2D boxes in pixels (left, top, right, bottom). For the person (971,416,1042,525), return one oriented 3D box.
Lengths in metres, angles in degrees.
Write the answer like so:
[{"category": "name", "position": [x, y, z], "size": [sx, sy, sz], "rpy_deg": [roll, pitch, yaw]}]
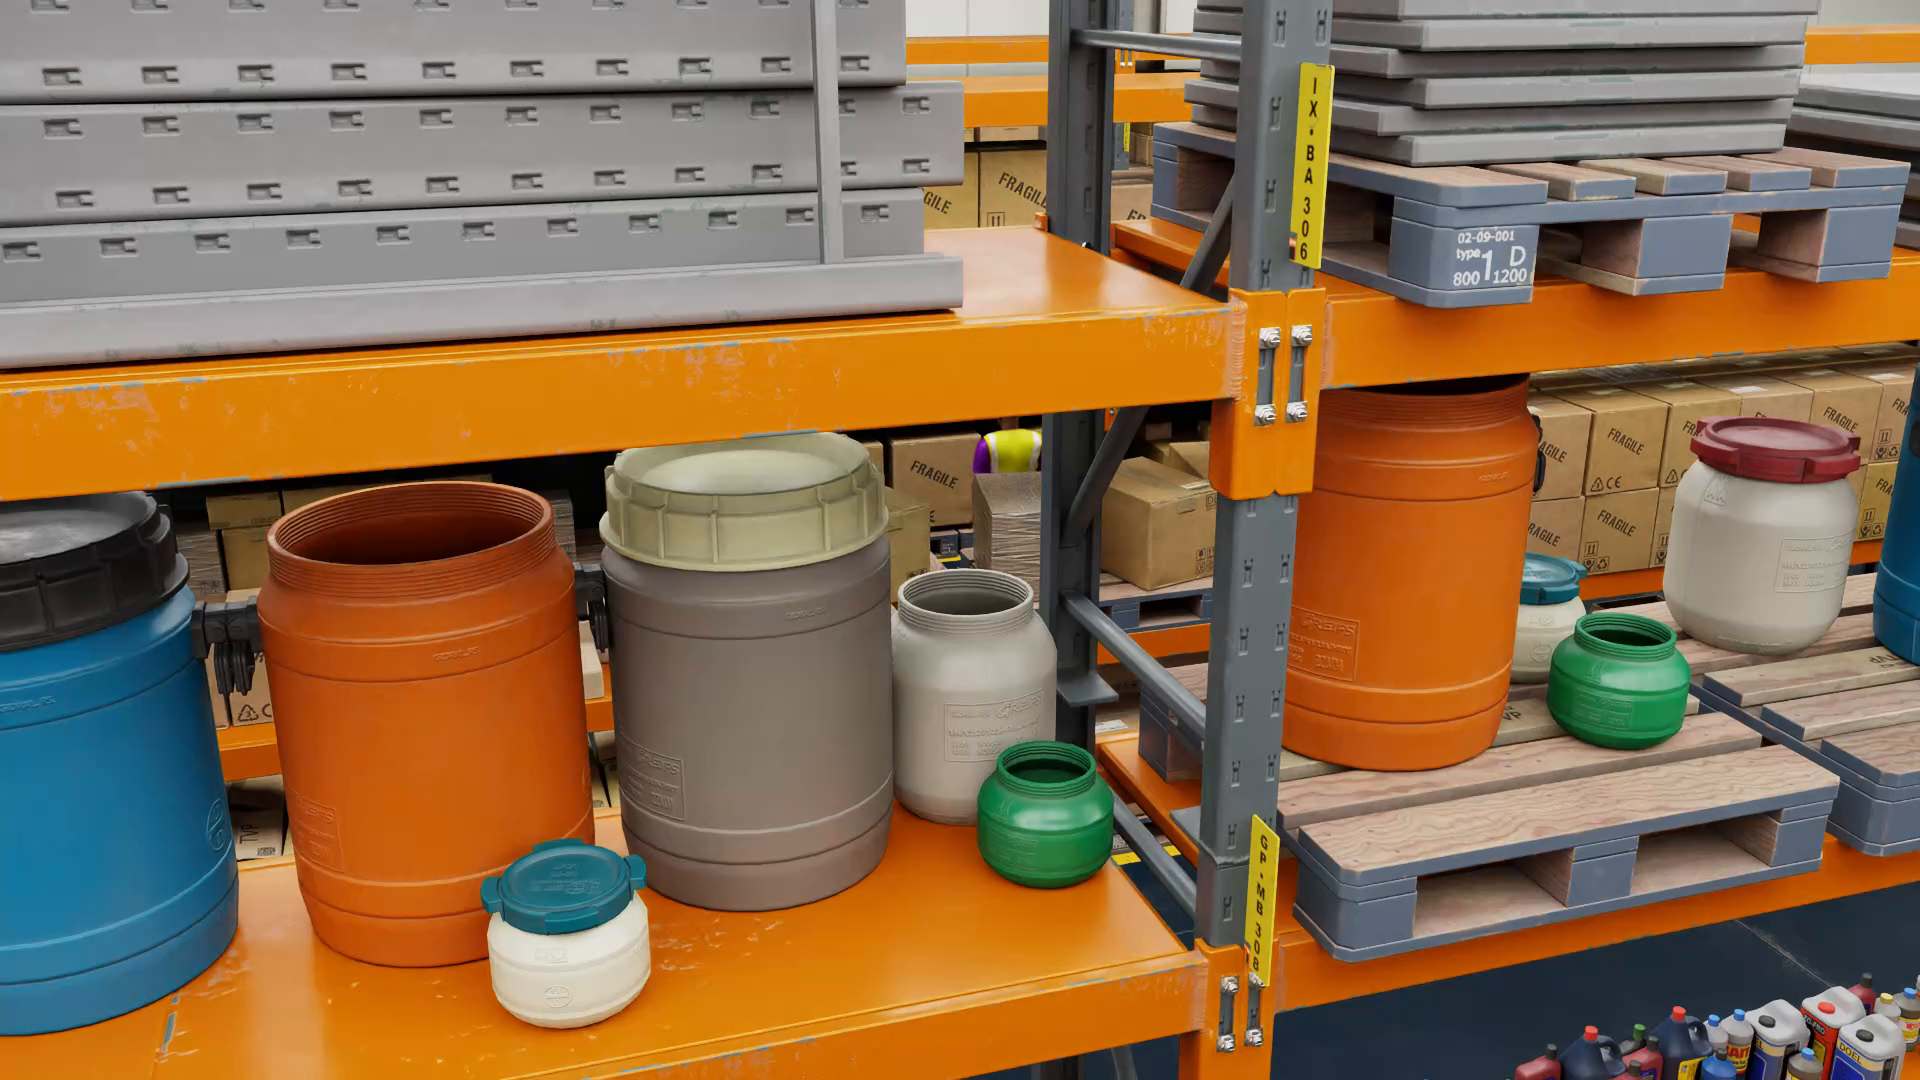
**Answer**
[{"category": "person", "position": [0.348, -0.236, 12.213], "size": [0.565, 1.762, 0.360], "rpy_deg": [-6, 20, -16]}]
